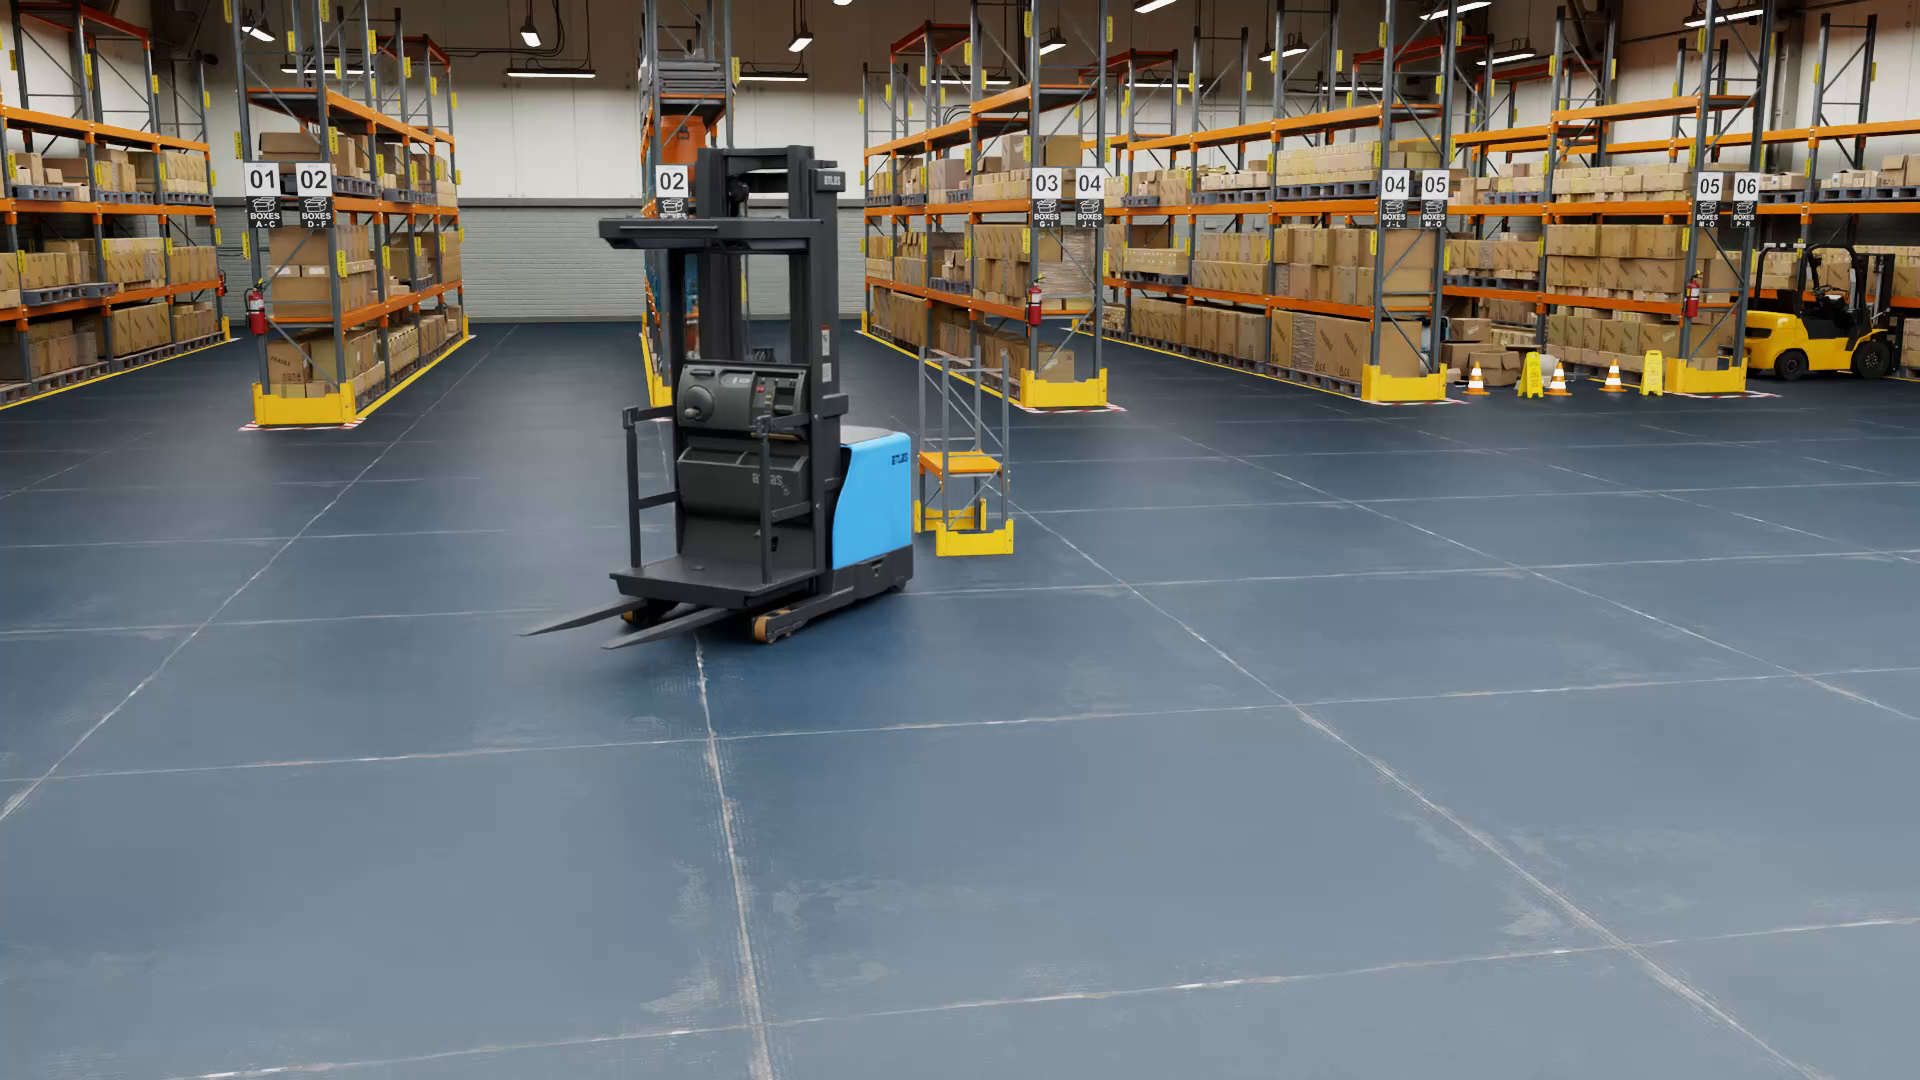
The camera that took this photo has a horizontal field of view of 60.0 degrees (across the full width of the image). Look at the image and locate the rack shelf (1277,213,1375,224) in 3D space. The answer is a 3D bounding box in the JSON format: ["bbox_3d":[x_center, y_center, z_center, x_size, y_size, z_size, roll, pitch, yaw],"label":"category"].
[{"bbox_3d":[8.443,-7.376,37.830,1.077,0.370,4.000,-2,11,-11],"label":"rack shelf"}]

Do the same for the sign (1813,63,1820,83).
[{"bbox_3d":[14.726,-8.026,28.588,0.100,0.325,0.005,-2,11,-11],"label":"sign"}]

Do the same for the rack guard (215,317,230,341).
[{"bbox_3d":[-16.248,-4.499,35.495,1.175,0.500,0.348,-2,11,-11],"label":"rack guard"}]

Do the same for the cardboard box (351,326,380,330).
[{"bbox_3d":[-10.015,-3.460,28.084,0.500,0.311,0.500,-2,11,-9],"label":"cardboard box"}]

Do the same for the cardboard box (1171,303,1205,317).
[{"bbox_3d":[4.384,-4.420,31.952,0.500,0.250,0.500,-2,11,-12],"label":"cardboard box"}]

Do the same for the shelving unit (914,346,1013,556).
[{"bbox_3d":[0.015,-0.723,12.983,0.587,1.500,1.083,-2,11,-11],"label":"shelving unit"}]

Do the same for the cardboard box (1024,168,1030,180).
[{"bbox_3d":[1.085,-4.963,22.564,0.380,0.149,0.250,-2,11,-11],"label":"cardboard box"}]

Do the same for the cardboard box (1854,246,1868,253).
[{"bbox_3d":[15.251,-4.859,27.906,0.380,0.149,0.250,-2,11,-12],"label":"cardboard box"}]

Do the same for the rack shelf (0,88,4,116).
[{"bbox_3d":[-13.520,-5.747,21.254,1.077,0.370,4.000,-2,11,-11],"label":"rack shelf"}]

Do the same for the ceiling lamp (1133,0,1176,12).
[{"bbox_3d":[3.397,-9.952,25.804,0.800,3.185,2.000,-2,11,-11],"label":"ceiling lamp"}]

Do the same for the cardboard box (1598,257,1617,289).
[{"bbox_3d":[10.523,-4.251,26.444,0.500,0.500,0.500,-2,11,-10],"label":"cardboard box"}]

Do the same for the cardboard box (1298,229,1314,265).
[{"bbox_3d":[5.781,-4.558,25.833,0.875,0.550,0.550,-2,11,-11],"label":"cardboard box"}]

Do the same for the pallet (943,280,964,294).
[{"bbox_3d":[0.314,-4.339,28.486,1.003,0.211,1.213,-2,11,-11],"label":"pallet"}]

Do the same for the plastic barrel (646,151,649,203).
[{"bbox_3d":[-5.022,-6.176,28.262,0.600,0.901,0.600,0,11,0],"label":"plastic barrel"}]

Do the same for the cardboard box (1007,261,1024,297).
[{"bbox_3d":[1.150,-3.712,23.616,0.875,0.500,0.500,-2,11,-11],"label":"cardboard box"}]

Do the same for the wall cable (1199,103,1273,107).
[{"bbox_3d":[7.410,-10.630,44.978,2.355,3.000,0.029,-2,11,-11],"label":"wall cable"}]

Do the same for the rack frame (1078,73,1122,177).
[{"bbox_3d":[3.218,-9.371,38.366,1.000,3.000,0.127,-2,11,-11],"label":"rack frame"}]

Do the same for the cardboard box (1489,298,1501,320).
[{"bbox_3d":[13.076,-5.509,39.678,0.700,0.500,0.500,-2,11,-9],"label":"cardboard box"}]

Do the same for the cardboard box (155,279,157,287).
[{"bbox_3d":[-15.043,-4.729,30.637,0.380,0.149,0.250,-2,11,-9],"label":"cardboard box"}]

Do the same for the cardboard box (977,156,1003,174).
[{"bbox_3d":[0.673,-5.882,26.656,0.797,0.503,0.637,-3,11,-14],"label":"cardboard box"}]

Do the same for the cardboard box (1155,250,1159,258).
[{"bbox_3d":[4.035,-5.593,32.517,0.380,0.149,0.250,-2,11,-11],"label":"cardboard box"}]

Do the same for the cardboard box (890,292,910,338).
[{"bbox_3d":[-0.745,-4.575,33.769,1.225,0.875,0.875,-2,11,-11],"label":"cardboard box"}]

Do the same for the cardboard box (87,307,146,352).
[{"bbox_3d":[-14.865,-3.706,29.270,0.750,0.750,0.750,-2,11,-11],"label":"cardboard box"}]

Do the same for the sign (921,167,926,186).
[{"bbox_3d":[-0.657,-6.543,29.934,0.100,0.325,0.005,-2,11,-11],"label":"sign"}]

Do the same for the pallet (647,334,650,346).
[{"bbox_3d":[-5.928,-4.112,34.238,1.003,0.211,1.213,-2,11,-11],"label":"pallet"}]

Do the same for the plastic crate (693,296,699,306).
[{"bbox_3d":[-3.627,-3.463,24.076,0.530,0.136,0.437,-2,11,-11],"label":"plastic crate"}]

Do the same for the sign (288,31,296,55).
[{"bbox_3d":[-9.581,-7.125,23.854,0.100,0.325,0.005,-2,11,-11],"label":"sign"}]

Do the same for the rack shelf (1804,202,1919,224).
[{"bbox_3d":[15.645,-5.357,27.219,1.077,0.370,4.000,-2,11,-11],"label":"rack shelf"}]

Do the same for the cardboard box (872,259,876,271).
[{"bbox_3d":[-1.636,-6.050,36.565,0.500,0.250,0.500,-2,11,-13],"label":"cardboard box"}]

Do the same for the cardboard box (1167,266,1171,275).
[{"bbox_3d":[4.181,-5.159,31.830,0.380,0.149,0.250,-2,11,-11],"label":"cardboard box"}]

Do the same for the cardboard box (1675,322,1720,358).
[{"bbox_3d":[11.275,-3.075,25.553,0.500,0.500,0.500,-3,11,-13],"label":"cardboard box"}]

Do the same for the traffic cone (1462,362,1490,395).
[{"bbox_3d":[7.620,-2.393,24.530,0.336,0.463,0.334,-2,11,-11],"label":"traffic cone"}]

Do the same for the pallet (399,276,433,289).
[{"bbox_3d":[-10.211,-4.698,30.370,1.003,0.211,1.213,-2,11,-11],"label":"pallet"}]

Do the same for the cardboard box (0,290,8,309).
[{"bbox_3d":[-13.431,-3.290,22.807,0.500,0.250,0.500,-2,11,-11],"label":"cardboard box"}]

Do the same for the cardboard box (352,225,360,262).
[{"bbox_3d":[-8.762,-4.123,23.098,0.700,0.500,0.500,-2,11,-11],"label":"cardboard box"}]

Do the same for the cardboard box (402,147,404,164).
[{"bbox_3d":[-10.106,-6.717,29.500,0.500,0.500,0.500,-2,11,-11],"label":"cardboard box"}]

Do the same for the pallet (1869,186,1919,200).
[{"bbox_3d":[15.681,-5.655,27.097,1.003,0.211,1.213,-2,11,-11],"label":"pallet"}]

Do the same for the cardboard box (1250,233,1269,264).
[{"bbox_3d":[5.348,-4.949,28.234,0.700,0.500,0.500,-2,11,-12],"label":"cardboard box"}]

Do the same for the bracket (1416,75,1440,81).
[{"bbox_3d":[12.310,-12.622,45.820,0.076,0.066,5.218,-2,11,-11],"label":"bracket"}]

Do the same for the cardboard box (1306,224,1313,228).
[{"bbox_3d":[8.112,-7.121,37.910,0.380,0.149,0.250,-2,11,-12],"label":"cardboard box"}]

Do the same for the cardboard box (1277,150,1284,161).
[{"bbox_3d":[5.289,-6.142,26.568,0.380,0.149,0.250,-2,11,-10],"label":"cardboard box"}]

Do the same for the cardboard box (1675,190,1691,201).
[{"bbox_3d":[10.822,-5.094,24.586,0.380,0.149,0.250,-2,11,-11],"label":"cardboard box"}]

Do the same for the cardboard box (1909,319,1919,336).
[{"bbox_3d":[15.534,-3.383,26.504,0.500,0.250,0.500,-2,11,-10],"label":"cardboard box"}]

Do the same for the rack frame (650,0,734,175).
[{"bbox_3d":[-3.413,-6.095,21.152,1.000,3.000,0.127,-2,11,-11],"label":"rack frame"}]

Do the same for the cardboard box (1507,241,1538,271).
[{"bbox_3d":[9.975,-4.991,29.210,0.500,0.500,0.500,-2,11,-11],"label":"cardboard box"}]

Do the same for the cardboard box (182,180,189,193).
[{"bbox_3d":[-15.533,-6.968,32.771,0.500,0.250,0.500,-2,11,-13],"label":"cardboard box"}]

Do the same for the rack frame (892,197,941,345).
[{"bbox_3d":[-0.889,-5.529,34.223,1.000,3.000,0.127,-2,11,-11],"label":"rack frame"}]

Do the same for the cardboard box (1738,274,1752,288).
[{"bbox_3d":[14.732,-4.797,30.777,0.500,0.250,0.500,-2,11,-11],"label":"cardboard box"}]

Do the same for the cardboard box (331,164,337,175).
[{"bbox_3d":[-8.329,-4.816,21.628,0.380,0.149,0.250,-2,11,-11],"label":"cardboard box"}]

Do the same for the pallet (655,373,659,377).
[{"bbox_3d":[-4.101,-2.387,25.173,1.003,0.211,1.213,-2,11,-11],"label":"pallet"}]

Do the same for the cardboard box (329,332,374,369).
[{"bbox_3d":[-8.559,-2.665,23.402,0.500,0.500,0.500,-2,11,-11],"label":"cardboard box"}]

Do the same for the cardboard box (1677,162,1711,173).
[{"bbox_3d":[10.811,-5.482,24.491,0.380,0.149,0.250,-2,11,-10],"label":"cardboard box"}]

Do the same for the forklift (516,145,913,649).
[{"bbox_3d":[-1.463,-0.917,10.176,1.130,2.935,3.031,6,12,28],"label":"forklift"}]

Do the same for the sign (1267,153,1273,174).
[{"bbox_3d":[5.022,-6.084,26.893,0.100,0.325,0.005,-2,11,-11],"label":"sign"}]
